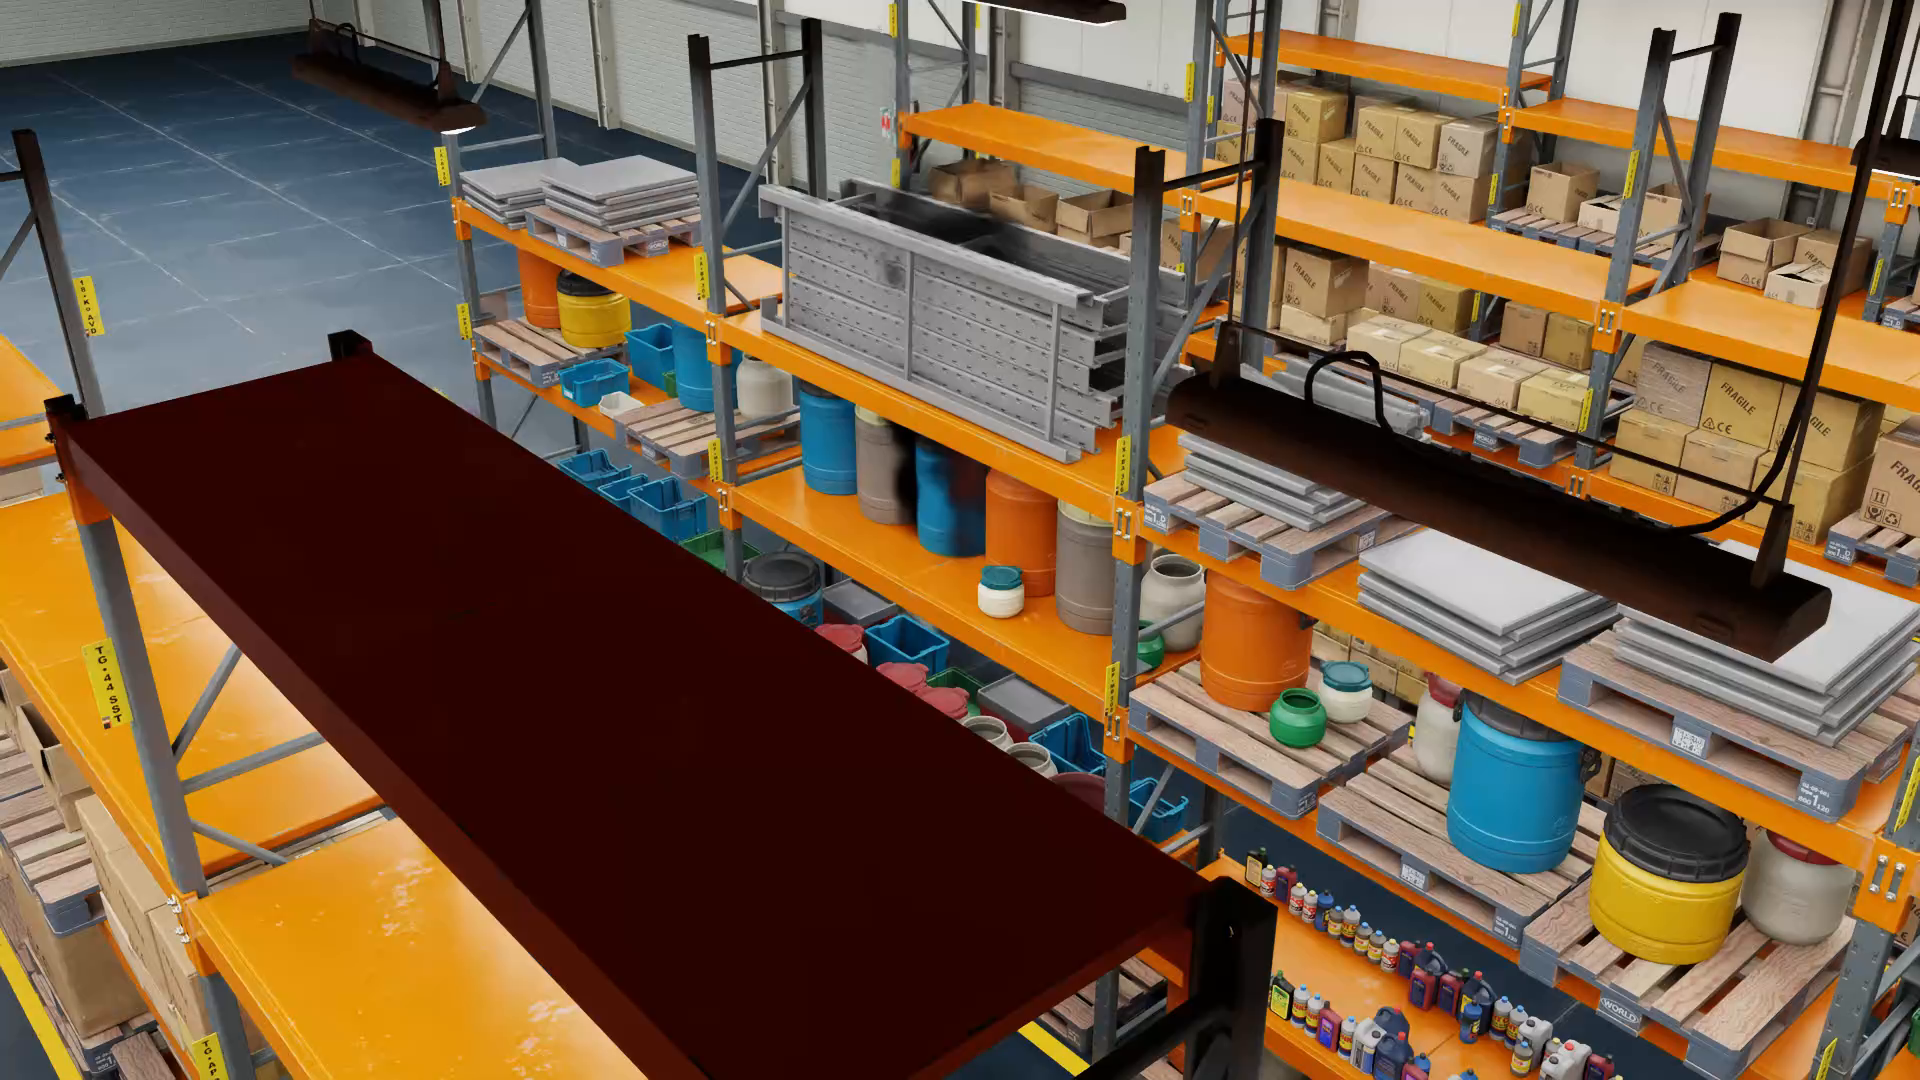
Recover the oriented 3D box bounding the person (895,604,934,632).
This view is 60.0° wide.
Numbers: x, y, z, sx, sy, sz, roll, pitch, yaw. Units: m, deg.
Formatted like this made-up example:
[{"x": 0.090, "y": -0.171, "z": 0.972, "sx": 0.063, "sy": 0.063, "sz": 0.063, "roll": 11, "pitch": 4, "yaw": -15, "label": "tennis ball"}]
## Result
[{"x": -0.484, "y": 0.200, "z": 15.312, "sx": 0.781, "sy": 1.755, "sz": 0.549, "roll": 19, "pitch": 32, "yaw": 32, "label": "person"}]
